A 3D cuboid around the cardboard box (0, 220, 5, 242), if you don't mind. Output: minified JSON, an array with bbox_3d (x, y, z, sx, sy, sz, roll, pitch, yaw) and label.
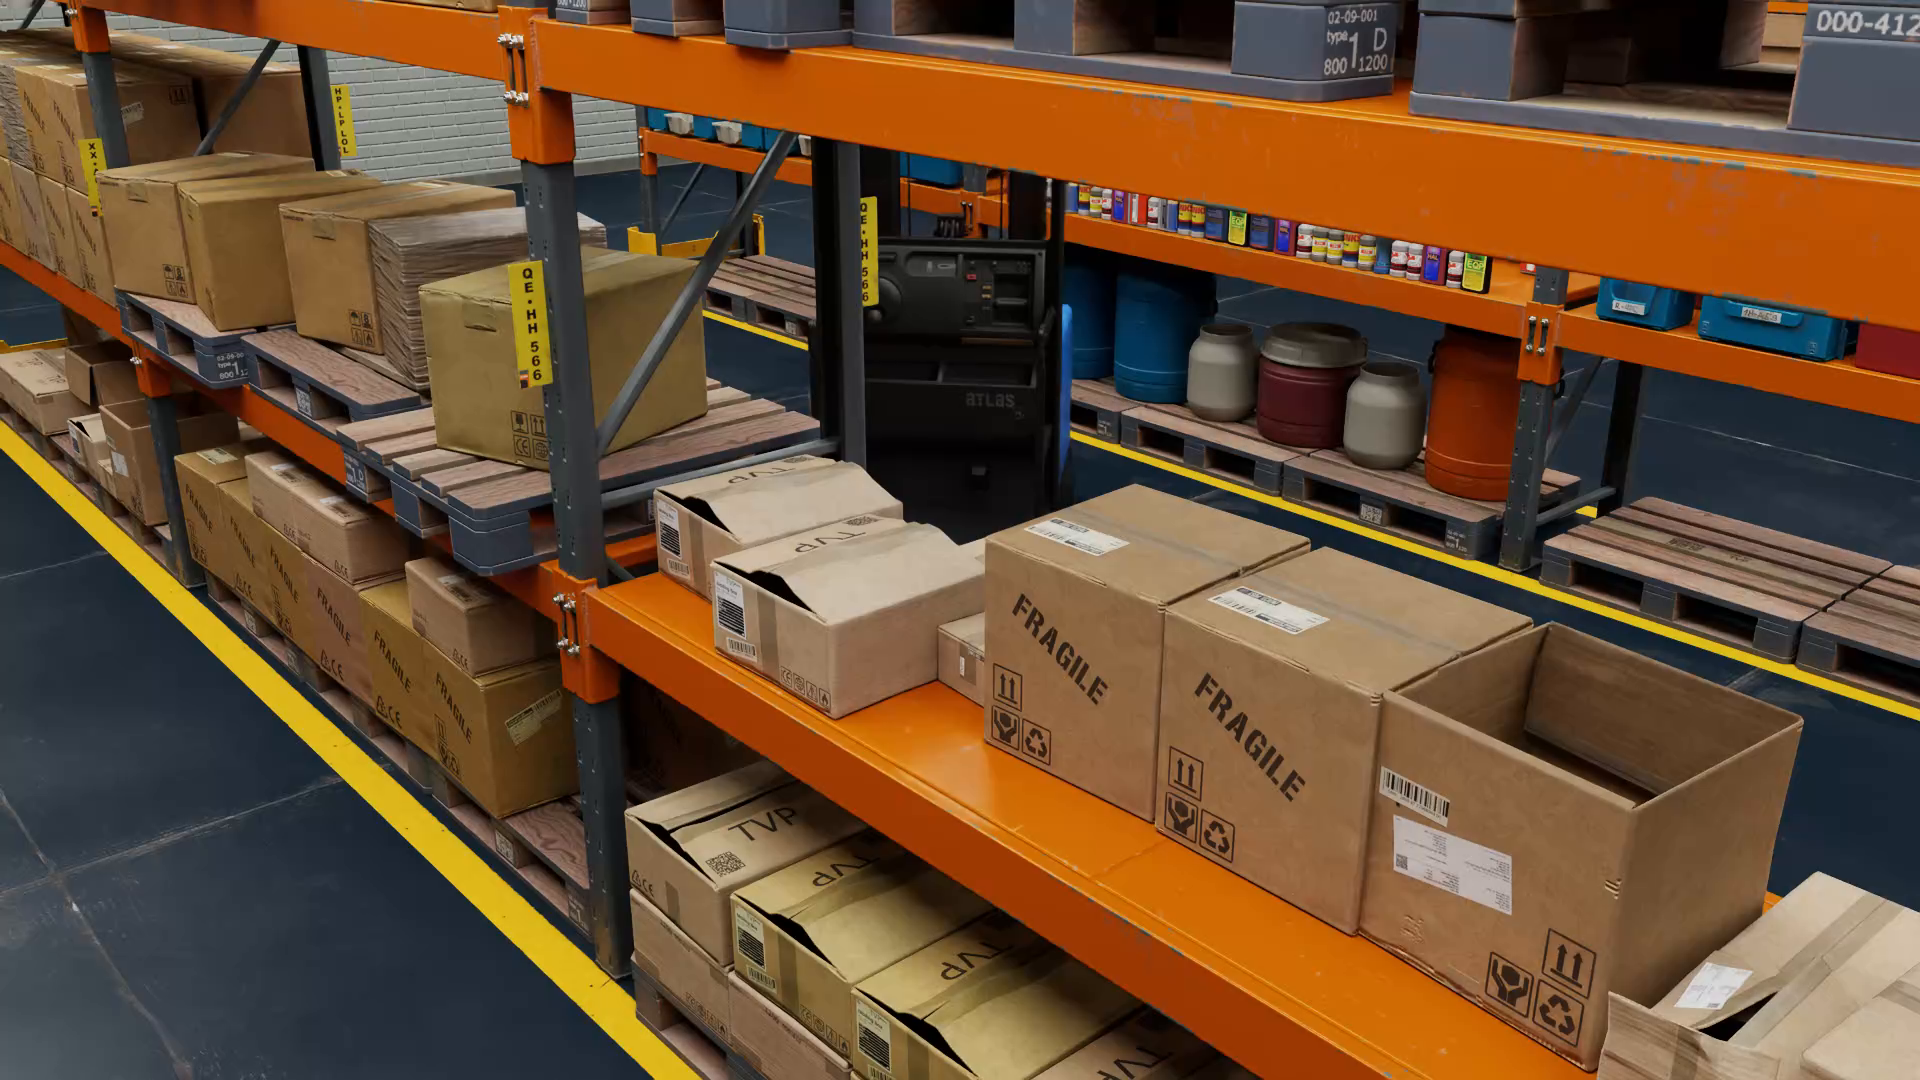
[{"bbox_3d":[-5.171,-1.978,9.284,0.500,0.500,0.500,-18,27,-38],"label":"cardboard box"}]

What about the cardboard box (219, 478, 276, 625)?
[{"bbox_3d":[-2.829,0.003,7.187,0.500,0.500,0.500,-17,27,-37],"label":"cardboard box"}]

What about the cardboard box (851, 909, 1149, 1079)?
[{"bbox_3d":[0.095,1.136,3.897,0.500,0.311,0.500,-18,28,-39],"label":"cardboard box"}]

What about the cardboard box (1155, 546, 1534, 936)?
[{"bbox_3d":[0.746,0.371,3.286,0.500,0.500,0.500,-17,27,-37],"label":"cardboard box"}]

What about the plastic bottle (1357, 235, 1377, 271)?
[{"bbox_3d":[2.060,-1.464,8.381,0.097,0.201,0.097,0,21,0],"label":"plastic bottle"}]

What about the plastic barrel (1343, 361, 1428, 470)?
[{"bbox_3d":[2.281,-0.668,8.913,0.421,0.512,0.421,0,21,0],"label":"plastic barrel"}]

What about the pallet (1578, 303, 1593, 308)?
[{"bbox_3d":[5.552,-1.819,12.838,1.003,0.211,1.213,-17,27,-37],"label":"pallet"}]

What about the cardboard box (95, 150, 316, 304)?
[{"bbox_3d":[-3.177,-1.350,7.106,0.500,0.500,0.700,12,24,28],"label":"cardboard box"}]

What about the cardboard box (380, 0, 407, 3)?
[{"bbox_3d":[-1.348,-1.884,4.931,0.910,0.500,0.500,-17,27,-37],"label":"cardboard box"}]

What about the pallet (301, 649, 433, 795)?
[{"bbox_3d":[-1.956,0.559,6.767,1.003,0.211,1.213,-17,27,-37],"label":"pallet"}]

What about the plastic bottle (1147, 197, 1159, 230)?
[{"bbox_3d":[1.112,-1.865,9.405,0.097,0.201,0.097,0,21,0],"label":"plastic bottle"}]

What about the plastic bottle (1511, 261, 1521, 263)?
[{"bbox_3d":[2.894,-1.535,8.562,0.097,0.201,0.097,0,21,0],"label":"plastic bottle"}]

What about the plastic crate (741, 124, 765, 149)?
[{"bbox_3d":[-1.401,-3.015,12.217,0.416,0.233,0.300,-17,27,-37],"label":"plastic crate"}]

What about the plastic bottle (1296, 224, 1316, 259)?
[{"bbox_3d":[1.806,-1.571,8.655,0.097,0.201,0.097,0,21,0],"label":"plastic bottle"}]

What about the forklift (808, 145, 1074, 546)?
[{"bbox_3d":[-0.107,-1.117,7.316,1.130,2.935,3.031,3,22,7],"label":"forklift"}]

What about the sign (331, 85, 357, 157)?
[{"bbox_3d":[-2.898,-1.965,7.799,0.100,0.325,0.005,-17,27,-37],"label":"sign"}]

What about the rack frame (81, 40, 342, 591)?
[{"bbox_3d":[-3.316,-1.292,7.671,1.000,3.000,0.127,-17,27,-37],"label":"rack frame"}]

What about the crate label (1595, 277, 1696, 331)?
[{"bbox_3d":[3.041,-1.082,7.363,0.303,0.233,0.416,-17,27,-37],"label":"crate label"}]

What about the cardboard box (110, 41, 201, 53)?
[{"bbox_3d":[-4.421,-2.429,9.064,0.500,0.500,0.500,-16,27,-36],"label":"cardboard box"}]

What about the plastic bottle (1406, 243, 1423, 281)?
[{"bbox_3d":[2.250,-1.383,8.175,0.097,0.201,0.097,0,21,0],"label":"plastic bottle"}]

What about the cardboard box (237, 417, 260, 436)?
[{"bbox_3d":[-3.999,-0.582,9.139,0.380,0.166,0.250,-17,27,-37],"label":"cardboard box"}]

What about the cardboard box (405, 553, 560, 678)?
[{"bbox_3d":[-1.534,0.206,5.642,0.500,0.250,0.500,-16,27,-35],"label":"cardboard box"}]

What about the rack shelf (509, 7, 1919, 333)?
[{"bbox_3d":[0.600,-0.696,3.022,1.077,0.370,4.000,-17,27,-37],"label":"rack shelf"}]

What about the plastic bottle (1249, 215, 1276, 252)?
[{"bbox_3d":[1.644,-1.722,8.836,0.144,0.351,0.185,-17,27,-37],"label":"plastic bottle"}]

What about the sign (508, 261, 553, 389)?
[{"bbox_3d":[-1.110,-0.558,4.316,0.100,0.325,0.005,-17,27,-37],"label":"sign"}]

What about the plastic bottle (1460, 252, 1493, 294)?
[{"bbox_3d":[2.462,-1.321,7.904,0.061,0.283,0.133,-17,27,-37],"label":"plastic bottle"}]

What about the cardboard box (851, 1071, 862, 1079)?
[{"bbox_3d":[0.087,1.393,4.009,0.500,0.250,0.500,-18,28,-39],"label":"cardboard box"}]

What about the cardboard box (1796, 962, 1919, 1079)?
[{"bbox_3d":[1.551,0.862,2.376,0.500,0.250,0.500,-15,26,-34],"label":"cardboard box"}]

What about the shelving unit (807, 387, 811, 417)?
[{"bbox_3d":[-0.720,-0.672,9.931,0.258,0.189,1.200,-4,21,-11],"label":"shelving unit"}]

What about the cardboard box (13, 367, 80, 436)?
[{"bbox_3d":[-5.135,-0.828,9.652,0.500,0.250,0.500,-17,27,-37],"label":"cardboard box"}]

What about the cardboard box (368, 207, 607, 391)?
[{"bbox_3d":[-1.654,-0.875,5.891,0.700,0.500,0.500,-12,24,-28],"label":"cardboard box"}]

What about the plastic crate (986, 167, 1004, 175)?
[{"bbox_3d":[0.243,-2.538,11.131,0.396,0.136,0.243,-17,27,-37],"label":"plastic crate"}]

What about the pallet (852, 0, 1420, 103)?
[{"bbox_3d":[0.538,-1.022,3.125,1.003,0.211,1.213,-16,26,-35],"label":"pallet"}]

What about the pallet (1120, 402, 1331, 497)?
[{"bbox_3d":[1.711,-0.612,9.756,1.003,0.211,1.213,-17,27,-37],"label":"pallet"}]

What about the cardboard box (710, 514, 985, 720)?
[{"bbox_3d":[-0.268,0.147,4.117,0.500,0.311,0.500,-18,28,-38],"label":"cardboard box"}]

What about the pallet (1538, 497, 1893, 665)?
[{"bbox_3d":[3.526,0.156,7.795,1.003,0.211,1.213,-17,27,-37],"label":"pallet"}]

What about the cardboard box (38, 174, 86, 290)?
[{"bbox_3d":[-4.175,-1.558,8.212,0.500,0.500,0.500,-17,27,-36],"label":"cardboard box"}]

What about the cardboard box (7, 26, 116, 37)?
[{"bbox_3d":[-5.428,-2.852,10.145,0.500,0.500,0.500,-18,28,-38],"label":"cardboard box"}]

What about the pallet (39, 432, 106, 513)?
[{"bbox_3d":[-4.564,-0.521,9.525,1.003,0.211,1.213,-17,27,-37],"label":"pallet"}]

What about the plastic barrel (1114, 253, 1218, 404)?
[{"bbox_3d":[1.243,-1.339,10.091,0.600,0.901,0.708,-17,27,-37],"label":"plastic barrel"}]

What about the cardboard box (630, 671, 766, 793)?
[{"bbox_3d":[-0.786,0.578,5.719,0.500,0.500,0.500,-16,27,-35],"label":"cardboard box"}]

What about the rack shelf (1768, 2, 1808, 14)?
[{"bbox_3d":[4.355,-1.875,6.030,1.077,0.370,4.000,-17,27,-37],"label":"rack shelf"}]

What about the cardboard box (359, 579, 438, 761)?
[{"bbox_3d":[-1.831,0.426,6.107,0.500,0.500,0.500,-19,28,-39],"label":"cardboard box"}]

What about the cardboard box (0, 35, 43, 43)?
[{"bbox_3d":[-5.490,-2.582,9.454,0.500,0.500,0.500,-17,27,-37],"label":"cardboard box"}]

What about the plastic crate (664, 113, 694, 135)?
[{"bbox_3d":[-2.114,-3.226,12.886,0.250,0.136,0.298,-17,27,-37],"label":"plastic crate"}]

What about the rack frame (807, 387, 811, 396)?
[{"bbox_3d":[-0.720,-0.757,9.899,0.240,0.006,1.200,-4,21,-11],"label":"rack frame"}]

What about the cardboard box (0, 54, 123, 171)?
[{"bbox_3d":[-4.508,-2.163,8.385,0.500,0.500,0.500,-17,27,-37],"label":"cardboard box"}]

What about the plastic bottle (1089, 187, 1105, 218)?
[{"bbox_3d":[0.810,-1.993,9.732,0.097,0.201,0.097,0,21,0],"label":"plastic bottle"}]

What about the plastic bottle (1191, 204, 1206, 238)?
[{"bbox_3d":[1.326,-1.807,9.160,0.097,0.271,0.097,0,21,0],"label":"plastic bottle"}]

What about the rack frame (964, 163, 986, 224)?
[{"bbox_3d":[0.439,-2.471,10.679,1.000,3.000,0.127,-17,27,-37],"label":"rack frame"}]

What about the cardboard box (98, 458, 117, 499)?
[{"bbox_3d":[-4.193,-0.349,8.568,0.380,0.149,0.250,-17,27,-37],"label":"cardboard box"}]

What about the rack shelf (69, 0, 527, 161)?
[{"bbox_3d":[-2.011,-1.802,5.844,1.077,0.370,4.000,-17,27,-37],"label":"rack shelf"}]

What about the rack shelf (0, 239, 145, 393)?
[{"bbox_3d":[-4.622,-1.510,9.213,1.077,0.370,4.000,-17,27,-37],"label":"rack shelf"}]

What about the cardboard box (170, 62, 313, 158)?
[{"bbox_3d":[-3.411,-2.002,7.973,0.500,0.500,0.500,-17,27,-36],"label":"cardboard box"}]

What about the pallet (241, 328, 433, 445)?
[{"bbox_3d":[-1.978,-0.634,6.253,1.003,0.211,1.213,-17,27,-37],"label":"pallet"}]

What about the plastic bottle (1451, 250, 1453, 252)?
[{"bbox_3d":[2.609,-1.654,8.770,0.097,0.271,0.097,0,21,0],"label":"plastic bottle"}]
